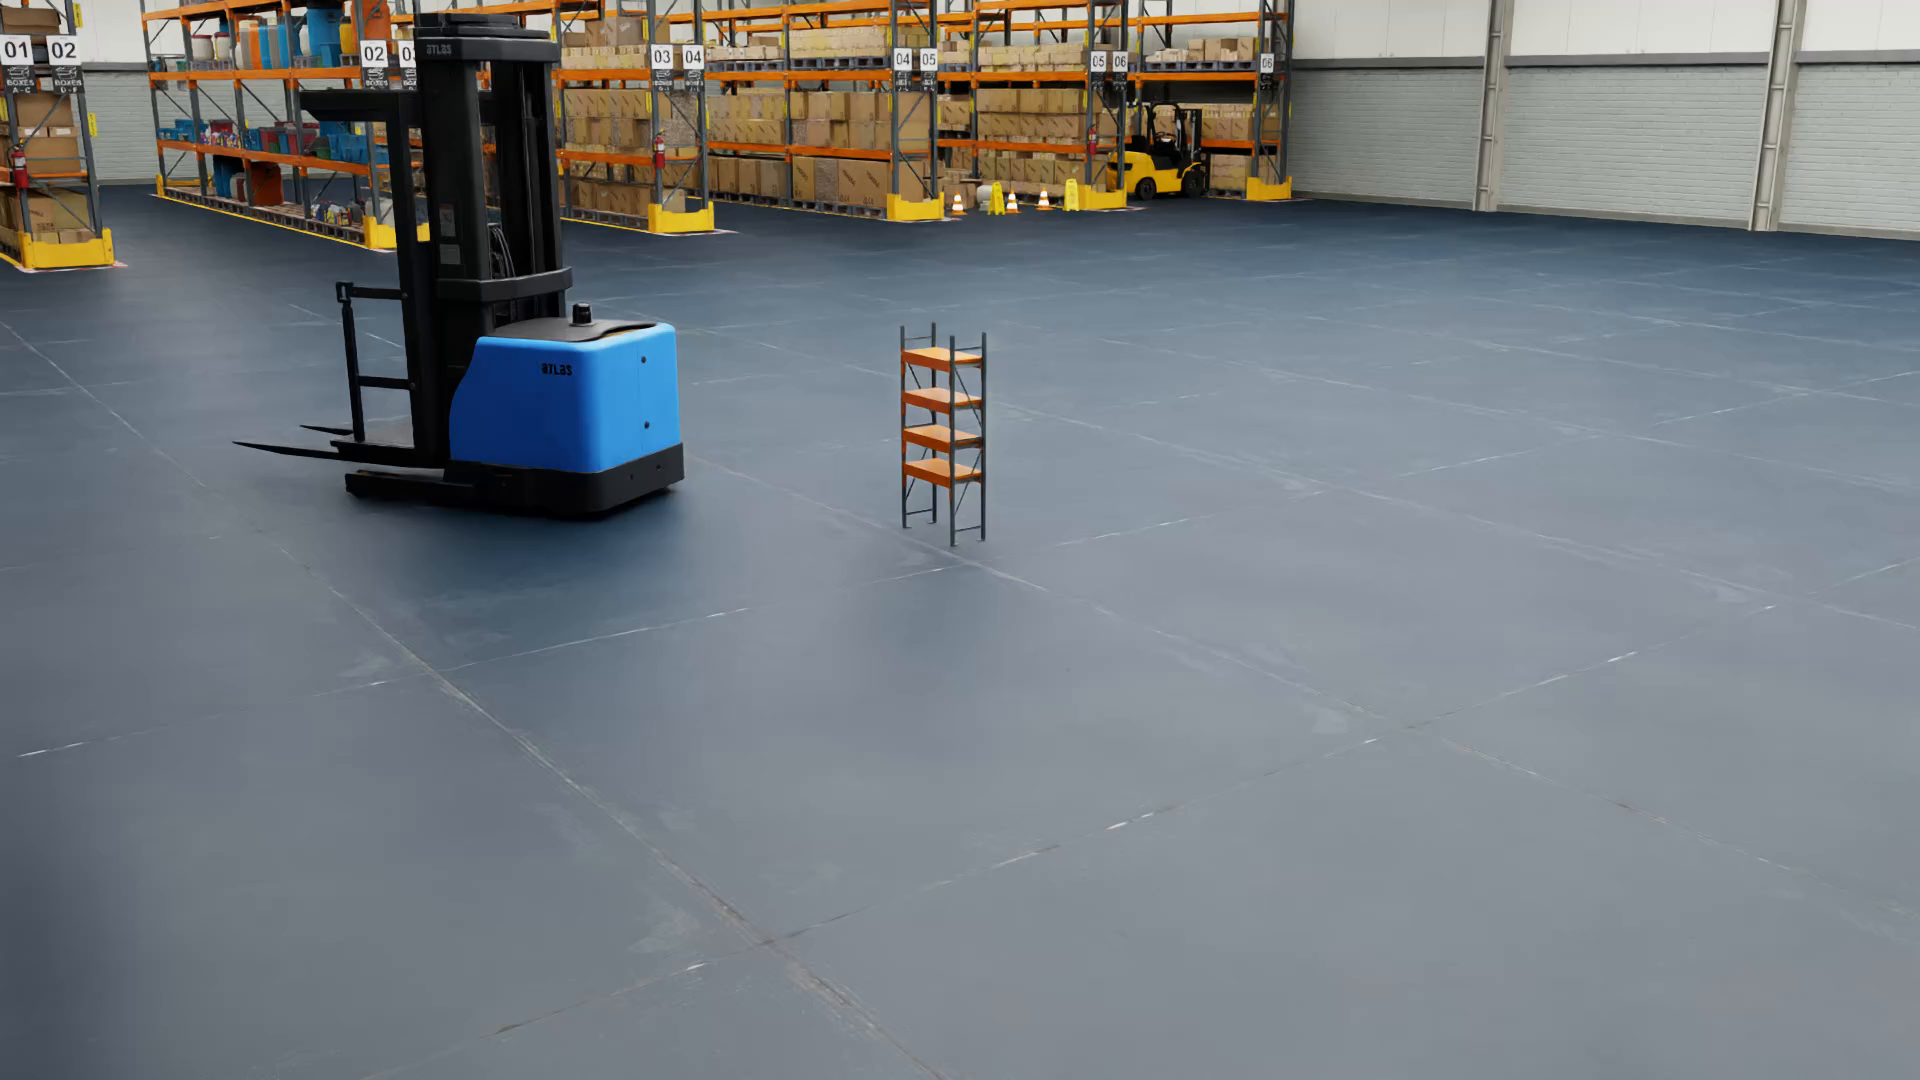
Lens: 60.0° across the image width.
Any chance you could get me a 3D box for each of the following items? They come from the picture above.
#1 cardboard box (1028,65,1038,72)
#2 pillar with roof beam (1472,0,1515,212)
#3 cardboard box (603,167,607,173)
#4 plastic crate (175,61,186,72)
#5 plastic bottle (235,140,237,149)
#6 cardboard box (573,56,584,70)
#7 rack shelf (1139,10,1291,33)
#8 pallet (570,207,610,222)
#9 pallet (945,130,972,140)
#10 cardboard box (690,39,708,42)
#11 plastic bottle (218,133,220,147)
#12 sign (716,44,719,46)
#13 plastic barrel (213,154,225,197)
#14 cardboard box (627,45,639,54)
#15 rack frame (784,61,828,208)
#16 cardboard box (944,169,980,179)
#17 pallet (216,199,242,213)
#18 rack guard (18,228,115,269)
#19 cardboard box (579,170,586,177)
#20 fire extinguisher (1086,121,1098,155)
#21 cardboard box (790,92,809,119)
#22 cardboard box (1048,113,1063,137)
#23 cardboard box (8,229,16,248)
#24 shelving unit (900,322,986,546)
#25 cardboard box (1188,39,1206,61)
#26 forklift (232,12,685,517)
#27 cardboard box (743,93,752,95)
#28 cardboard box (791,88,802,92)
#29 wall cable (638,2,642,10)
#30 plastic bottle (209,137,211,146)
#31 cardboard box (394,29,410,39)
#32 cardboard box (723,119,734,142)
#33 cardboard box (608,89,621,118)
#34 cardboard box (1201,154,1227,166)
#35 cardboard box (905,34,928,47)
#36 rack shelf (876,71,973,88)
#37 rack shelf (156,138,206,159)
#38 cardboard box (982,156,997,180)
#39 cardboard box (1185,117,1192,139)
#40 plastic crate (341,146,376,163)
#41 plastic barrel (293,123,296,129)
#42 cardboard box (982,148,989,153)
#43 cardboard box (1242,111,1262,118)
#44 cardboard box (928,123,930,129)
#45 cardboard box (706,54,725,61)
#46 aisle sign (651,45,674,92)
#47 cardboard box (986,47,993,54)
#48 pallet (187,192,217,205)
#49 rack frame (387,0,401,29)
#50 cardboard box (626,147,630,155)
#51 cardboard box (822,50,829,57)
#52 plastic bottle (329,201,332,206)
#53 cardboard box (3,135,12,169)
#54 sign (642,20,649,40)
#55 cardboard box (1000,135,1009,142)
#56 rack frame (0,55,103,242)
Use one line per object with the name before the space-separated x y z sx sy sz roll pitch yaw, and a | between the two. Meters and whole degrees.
cardboard box | 1.691 -10.202 35.963 0.380 0.149 0.250 -11 19 -35
pillar with roof beam | 7.444 -10.527 30.990 9.100 9.000 0.400 -11 19 -35
cardboard box | -8.952 -9.514 42.698 0.380 0.149 0.250 -10 18 -33
plastic crate | -16.806 -10.289 36.121 0.416 0.233 0.300 -11 19 -35
plastic bottle | -14.432 -7.925 33.225 0.097 0.201 0.097 0 15 0
cardboard box | -6.930 -8.965 31.251 0.500 0.250 0.500 -11 19 -35
rack shelf | 5.903 -12.075 38.767 1.077 0.370 4.000 -11 19 -35
pallet | -6.879 -6.356 32.397 1.003 0.211 1.213 -11 19 -35
pallet | 0.382 -9.470 38.857 1.003 0.211 1.213 -11 19 -35
cardboard box | -6.083 -11.593 38.929 0.396 0.266 0.258 -11 19 -35
plastic bottle | -15.264 -8.261 34.320 0.097 0.271 0.097 0 15 0
sign | -6.794 -13.761 46.684 0.100 0.325 0.005 -11 19 -35
plastic barrel | -15.706 -7.850 35.753 0.600 0.901 0.708 -11 19 -35
cardboard box | -5.674 -8.677 29.444 0.380 0.149 0.250 -12 19 -37
rack frame | -3.231 -8.587 35.267 1.000 3.000 0.127 -11 19 -35
cardboard box | -0.022 -8.576 39.412 0.950 0.372 0.625 -10 18 -31
pallet | -14.871 -7.001 34.756 1.003 0.211 1.213 -11 19 -35
rack guard | -12.951 -4.237 24.109 1.175 0.500 0.348 -11 19 -35
cardboard box | -9.804 -9.648 43.751 0.380 0.149 0.250 -11 19 -34
fire extinguisher | 2.760 -8.389 34.692 0.296 0.674 0.183 -11 19 -35
cardboard box | -3.042 -9.096 34.798 0.875 0.550 0.550 -11 19 -35
cardboard box | 2.233 -8.895 35.641 0.500 0.500 0.500 -11 19 -34
cardboard box | -13.824 -4.497 24.739 0.500 0.250 0.500 -11 19 -35
shelving unit | -0.097 -0.614 9.547 0.258 1.200 0.503 -11 19 -35
cardboard box | 5.787 -11.463 38.913 0.797 0.503 0.637 -10 18 -33
forklift | -3.350 -1.783 10.539 3.031 2.935 1.130 6 17 22
cardboard box | -5.672 -12.105 46.038 0.500 0.500 0.500 -11 19 -35
cardboard box | -4.429 -11.945 44.224 0.380 0.149 0.250 -11 19 -36
wall cable | -9.914 -16.004 51.002 0.463 3.000 0.029 -11 19 -35
plastic bottle | -15.730 -8.396 34.947 0.097 0.201 0.097 0 15 0
cardboard box | -13.178 -12.076 39.737 0.500 0.250 0.500 -12 19 -36
cardboard box | -4.940 -9.135 37.083 0.500 0.500 0.500 -11 19 -35
cardboard box | -6.064 -7.950 30.295 0.500 0.500 0.500 -11 19 -35
cardboard box | 5.946 -8.917 38.992 0.500 0.250 0.500 -11 19 -34
cardboard box | -0.955 -9.644 32.185 0.500 0.250 0.500 -11 19 -35
rack shelf | -0.462 -10.904 39.413 1.077 0.370 4.000 -11 19 -35
rack shelf | -17.188 -8.858 37.621 1.077 0.370 4.000 -11 19 -35
cardboard box | 0.842 -8.447 37.748 0.500 0.500 0.500 -10 18 -32
cardboard box | 5.673 -9.734 39.268 0.500 0.500 0.500 -11 19 -34
plastic crate | -9.870 -6.344 27.354 0.499 0.251 0.408 -11 19 -35
plastic barrel | -12.379 -7.623 31.487 0.433 0.535 0.433 0 15 0
cardboard box | 0.837 -10.779 45.988 0.380 0.149 0.250 -10 18 -33
cardboard box | 6.648 -9.685 37.863 0.380 0.149 0.250 -11 19 -34
cardboard box | -0.686 -9.861 39.604 0.380 0.149 0.250 -10 18 -33
cardboard box | -5.516 -10.921 37.605 0.380 0.149 0.250 -12 19 -37
aisle sign | -5.157 -8.178 28.851 0.394 0.787 0.004 -11 19 -35
cardboard box | 0.811 -10.918 37.068 0.380 0.149 0.250 -10 18 -33
pallet | -16.476 -7.584 36.886 1.003 0.211 1.213 -11 19 -35
rack frame | -14.358 -13.294 41.104 1.000 3.000 0.127 -11 19 -35
cardboard box | -5.868 -7.106 30.335 0.380 0.149 0.250 -11 19 -35
cardboard box | -2.541 -9.761 33.366 0.380 0.149 0.250 -11 19 -34
plastic bottle | -11.053 -5.790 29.233 0.144 0.351 0.185 -11 19 -35
cardboard box | -14.142 -5.928 25.362 0.700 0.500 0.500 -10 18 -33
sign | -5.411 -8.776 28.601 0.100 0.325 0.005 -11 19 -35
cardboard box | 1.128 -8.982 37.189 0.380 0.149 0.250 -10 18 -33
rack frame | -12.966 -5.448 23.797 1.000 3.000 0.127 -11 19 -35
